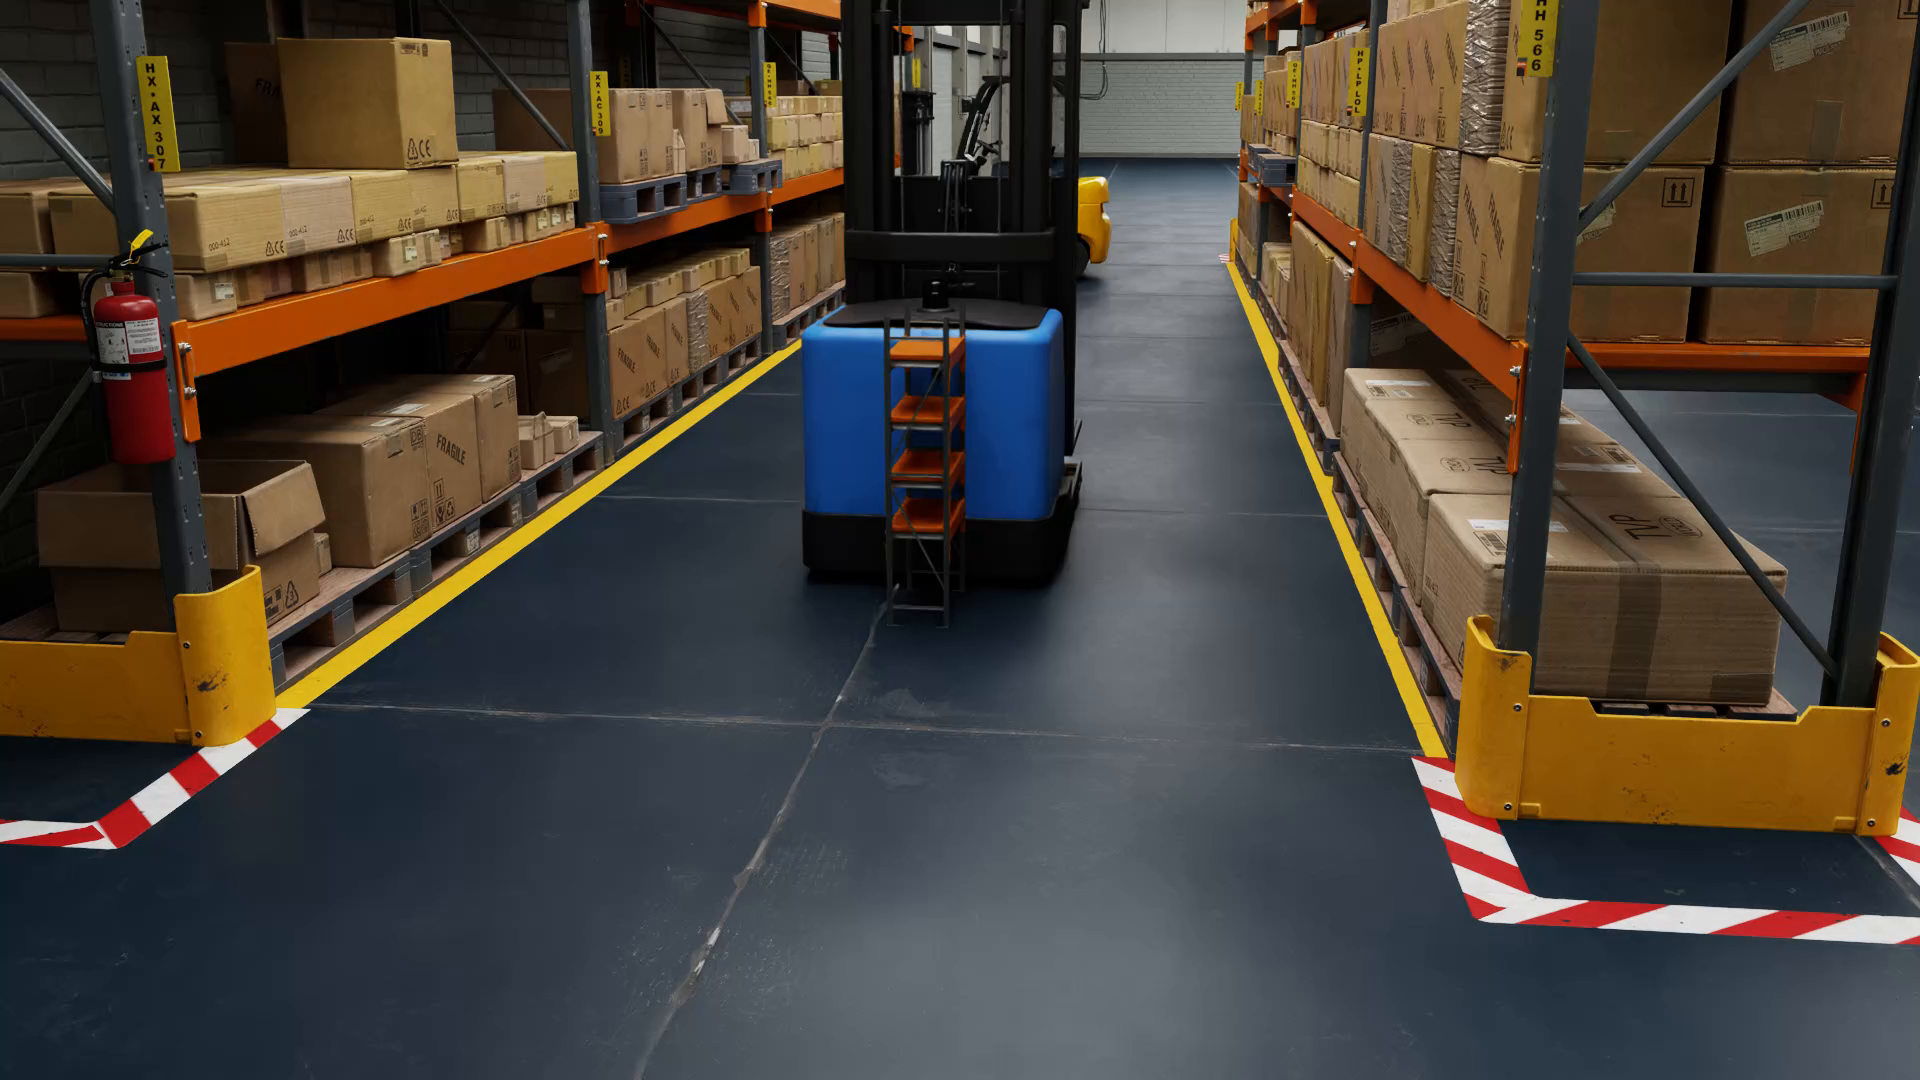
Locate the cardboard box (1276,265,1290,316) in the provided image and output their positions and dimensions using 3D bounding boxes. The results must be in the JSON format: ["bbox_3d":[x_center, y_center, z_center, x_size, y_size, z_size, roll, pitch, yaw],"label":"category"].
[{"bbox_3d":[3.111,-2.037,13.678,0.950,0.372,0.625,1,15,5],"label":"cardboard box"}]

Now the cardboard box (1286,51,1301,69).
[{"bbox_3d":[2.867,-3.905,13.549,0.380,0.149,0.250,1,15,4],"label":"cardboard box"}]

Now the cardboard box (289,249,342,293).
[{"bbox_3d":[-2.496,-0.991,6.063,0.380,0.149,0.250,2,15,8],"label":"cardboard box"}]

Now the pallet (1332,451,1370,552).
[{"bbox_3d":[2.347,-0.186,7.947,1.003,0.211,1.213,2,15,6],"label":"pallet"}]

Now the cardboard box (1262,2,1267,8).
[{"bbox_3d":[3.277,-5.486,16.940,0.380,0.149,0.250,2,15,8],"label":"cardboard box"}]

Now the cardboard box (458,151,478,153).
[{"bbox_3d":[-2.746,-1.823,8.376,0.500,0.250,0.500,2,15,6],"label":"cardboard box"}]

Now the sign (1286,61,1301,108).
[{"bbox_3d":[2.422,-3.299,12.049,0.100,0.325,0.005,2,15,6],"label":"sign"}]

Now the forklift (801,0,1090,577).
[{"bbox_3d":[0.035,-1.600,7.963,1.130,2.935,3.031,2,15,7],"label":"forklift"}]

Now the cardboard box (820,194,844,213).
[{"bbox_3d":[-1.152,-3.422,17.117,0.500,0.250,0.500,1,15,5],"label":"cardboard box"}]

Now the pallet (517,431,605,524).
[{"bbox_3d":[-2.500,-0.348,8.546,1.003,0.211,1.213,2,15,6],"label":"pallet"}]

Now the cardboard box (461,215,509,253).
[{"bbox_3d":[-2.277,-1.391,7.539,0.380,0.149,0.250,1,15,5],"label":"cardboard box"}]

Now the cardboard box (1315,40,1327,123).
[{"bbox_3d":[2.544,-2.912,10.579,0.500,0.500,0.500,2,15,8],"label":"cardboard box"}]

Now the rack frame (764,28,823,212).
[{"bbox_3d":[-1.519,-3.947,16.514,1.000,3.000,0.127,2,15,6],"label":"rack frame"}]

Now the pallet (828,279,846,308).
[{"bbox_3d":[-1.563,-2.409,16.167,1.003,0.211,1.213,2,15,6],"label":"pallet"}]

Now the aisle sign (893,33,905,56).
[{"bbox_3d":[-0.768,-6.248,20.042,0.394,0.787,0.004,2,15,6],"label":"aisle sign"}]

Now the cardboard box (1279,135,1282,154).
[{"bbox_3d":[2.744,-3.142,13.210,0.380,0.149,0.250,1,15,4],"label":"cardboard box"}]

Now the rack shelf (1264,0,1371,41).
[{"bbox_3d":[3.188,-4.384,13.761,1.077,0.370,4.000,2,15,6],"label":"rack shelf"}]

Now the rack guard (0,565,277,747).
[{"bbox_3d":[-2.864,0.352,5.403,1.175,0.500,0.348,2,15,6],"label":"rack guard"}]

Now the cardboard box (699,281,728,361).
[{"bbox_3d":[-1.927,-1.525,11.539,0.500,0.500,0.500,2,15,9],"label":"cardboard box"}]

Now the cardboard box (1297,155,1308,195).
[{"bbox_3d":[2.657,-2.573,11.718,0.500,0.250,0.500,1,15,5],"label":"cardboard box"}]

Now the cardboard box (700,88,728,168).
[{"bbox_3d":[-1.970,-2.734,11.023,0.797,0.503,0.637,1,15,5],"label":"cardboard box"}]

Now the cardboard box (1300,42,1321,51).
[{"bbox_3d":[3.679,-4.584,16.193,0.700,0.500,0.500,2,15,6],"label":"cardboard box"}]

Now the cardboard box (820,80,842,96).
[{"bbox_3d":[-1.188,-4.526,16.651,0.380,0.149,0.250,2,15,7],"label":"cardboard box"}]

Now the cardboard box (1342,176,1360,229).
[{"bbox_3d":[2.311,-1.779,8.781,0.500,0.250,0.500,1,15,5],"label":"cardboard box"}]

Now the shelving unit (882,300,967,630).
[{"bbox_3d":[-0.130,-0.303,6.483,0.258,1.200,0.503,2,15,7],"label":"shelving unit"}]

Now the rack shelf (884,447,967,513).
[{"bbox_3d":[-0.130,-0.238,6.501,0.258,0.148,0.480,2,15,7],"label":"rack shelf"}]

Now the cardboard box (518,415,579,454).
[{"bbox_3d":[-2.192,-0.546,8.592,0.380,0.149,0.250,1,15,5],"label":"cardboard box"}]

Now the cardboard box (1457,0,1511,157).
[{"bbox_3d":[1.907,-1.489,5.316,0.500,0.500,0.500,2,15,6],"label":"cardboard box"}]

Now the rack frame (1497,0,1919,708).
[{"bbox_3d":[2.060,-0.690,4.467,1.000,3.000,0.127,2,15,6],"label":"rack frame"}]

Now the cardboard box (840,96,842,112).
[{"bbox_3d":[-1.337,-4.214,16.064,0.380,0.149,0.250,2,15,8],"label":"cardboard box"}]

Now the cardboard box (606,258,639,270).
[{"bbox_3d":[-2.467,-1.890,11.648,0.380,0.149,0.250,1,15,4],"label":"cardboard box"}]

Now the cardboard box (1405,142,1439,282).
[{"bbox_3d":[2.016,-1.269,6.416,0.500,0.500,0.500,2,15,8],"label":"cardboard box"}]

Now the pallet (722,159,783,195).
[{"bbox_3d":[-1.977,-2.640,12.045,1.213,0.211,1.003,2,15,6],"label":"pallet"}]

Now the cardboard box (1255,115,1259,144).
[{"bbox_3d":[3.268,-4.250,16.873,0.500,0.500,0.500,2,15,8],"label":"cardboard box"}]

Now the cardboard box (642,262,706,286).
[{"bbox_3d":[-1.950,-1.813,11.362,0.380,0.149,0.250,1,15,5],"label":"cardboard box"}]

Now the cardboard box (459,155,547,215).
[{"bbox_3d":[-2.278,-1.674,7.824,0.500,0.250,0.500,2,15,6],"label":"cardboard box"}]

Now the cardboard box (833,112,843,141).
[{"bbox_3d":[-1.371,-3.848,15.475,0.500,0.250,0.500,1,15,5],"label":"cardboard box"}]

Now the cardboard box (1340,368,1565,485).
[{"bbox_3d":[2.334,-0.534,7.993,0.875,0.438,0.875,1,15,5],"label":"cardboard box"}]

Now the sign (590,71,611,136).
[{"bbox_3d":[-1.881,-2.276,8.676,0.100,0.325,0.005,2,15,6],"label":"sign"}]

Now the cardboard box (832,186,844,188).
[{"bbox_3d":[-1.494,-3.832,18.635,0.500,0.250,0.500,1,15,5],"label":"cardboard box"}]

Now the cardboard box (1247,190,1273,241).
[{"bbox_3d":[3.326,-3.465,17.757,0.500,0.500,0.500,3,15,9],"label":"cardboard box"}]

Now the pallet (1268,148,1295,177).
[{"bbox_3d":[3.145,-3.187,14.068,1.003,0.211,1.213,2,15,6],"label":"pallet"}]

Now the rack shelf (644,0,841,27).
[{"bbox_3d":[-1.744,-4.529,14.298,1.077,0.370,4.000,2,15,6],"label":"rack shelf"}]

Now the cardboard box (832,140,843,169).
[{"bbox_3d":[-1.367,-3.606,15.539,0.500,0.250,0.500,2,15,6],"label":"cardboard box"}]

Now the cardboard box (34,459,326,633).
[{"bbox_3d":[-2.710,0.011,5.851,0.797,0.503,0.637,1,15,4],"label":"cardboard box"}]

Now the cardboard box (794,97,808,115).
[{"bbox_3d":[-1.506,-3.680,14.092,0.380,0.149,0.250,2,15,7],"label":"cardboard box"}]

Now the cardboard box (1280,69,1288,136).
[{"bbox_3d":[2.785,-3.420,12.997,0.500,0.500,0.500,1,15,5],"label":"cardboard box"}]

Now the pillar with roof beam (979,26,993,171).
[{"bbox_3d":[4.944,-13.825,41.549,9.100,9.000,0.400,2,15,6],"label":"pillar with roof beam"}]

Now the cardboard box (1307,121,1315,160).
[{"bbox_3d":[2.600,-2.676,11.140,0.500,0.250,0.500,2,15,8],"label":"cardboard box"}]

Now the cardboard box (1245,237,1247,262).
[{"bbox_3d":[3.325,-3.109,17.876,0.500,0.250,0.500,2,15,7],"label":"cardboard box"}]

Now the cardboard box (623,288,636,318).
[{"bbox_3d":[-2.145,-1.408,9.864,0.380,0.149,0.250,1,15,3],"label":"cardboard box"}]

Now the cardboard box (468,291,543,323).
[{"bbox_3d":[-2.642,-1.354,9.665,0.380,0.149,0.250,2,15,6],"label":"cardboard box"}]

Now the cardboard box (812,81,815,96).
[{"bbox_3d":[-1.697,-4.677,17.208,0.380,0.149,0.250,2,15,6],"label":"cardboard box"}]

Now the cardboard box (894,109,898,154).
[{"bbox_3d":[-0.987,-4.631,18.849,0.500,0.500,0.500,1,15,5],"label":"cardboard box"}]
